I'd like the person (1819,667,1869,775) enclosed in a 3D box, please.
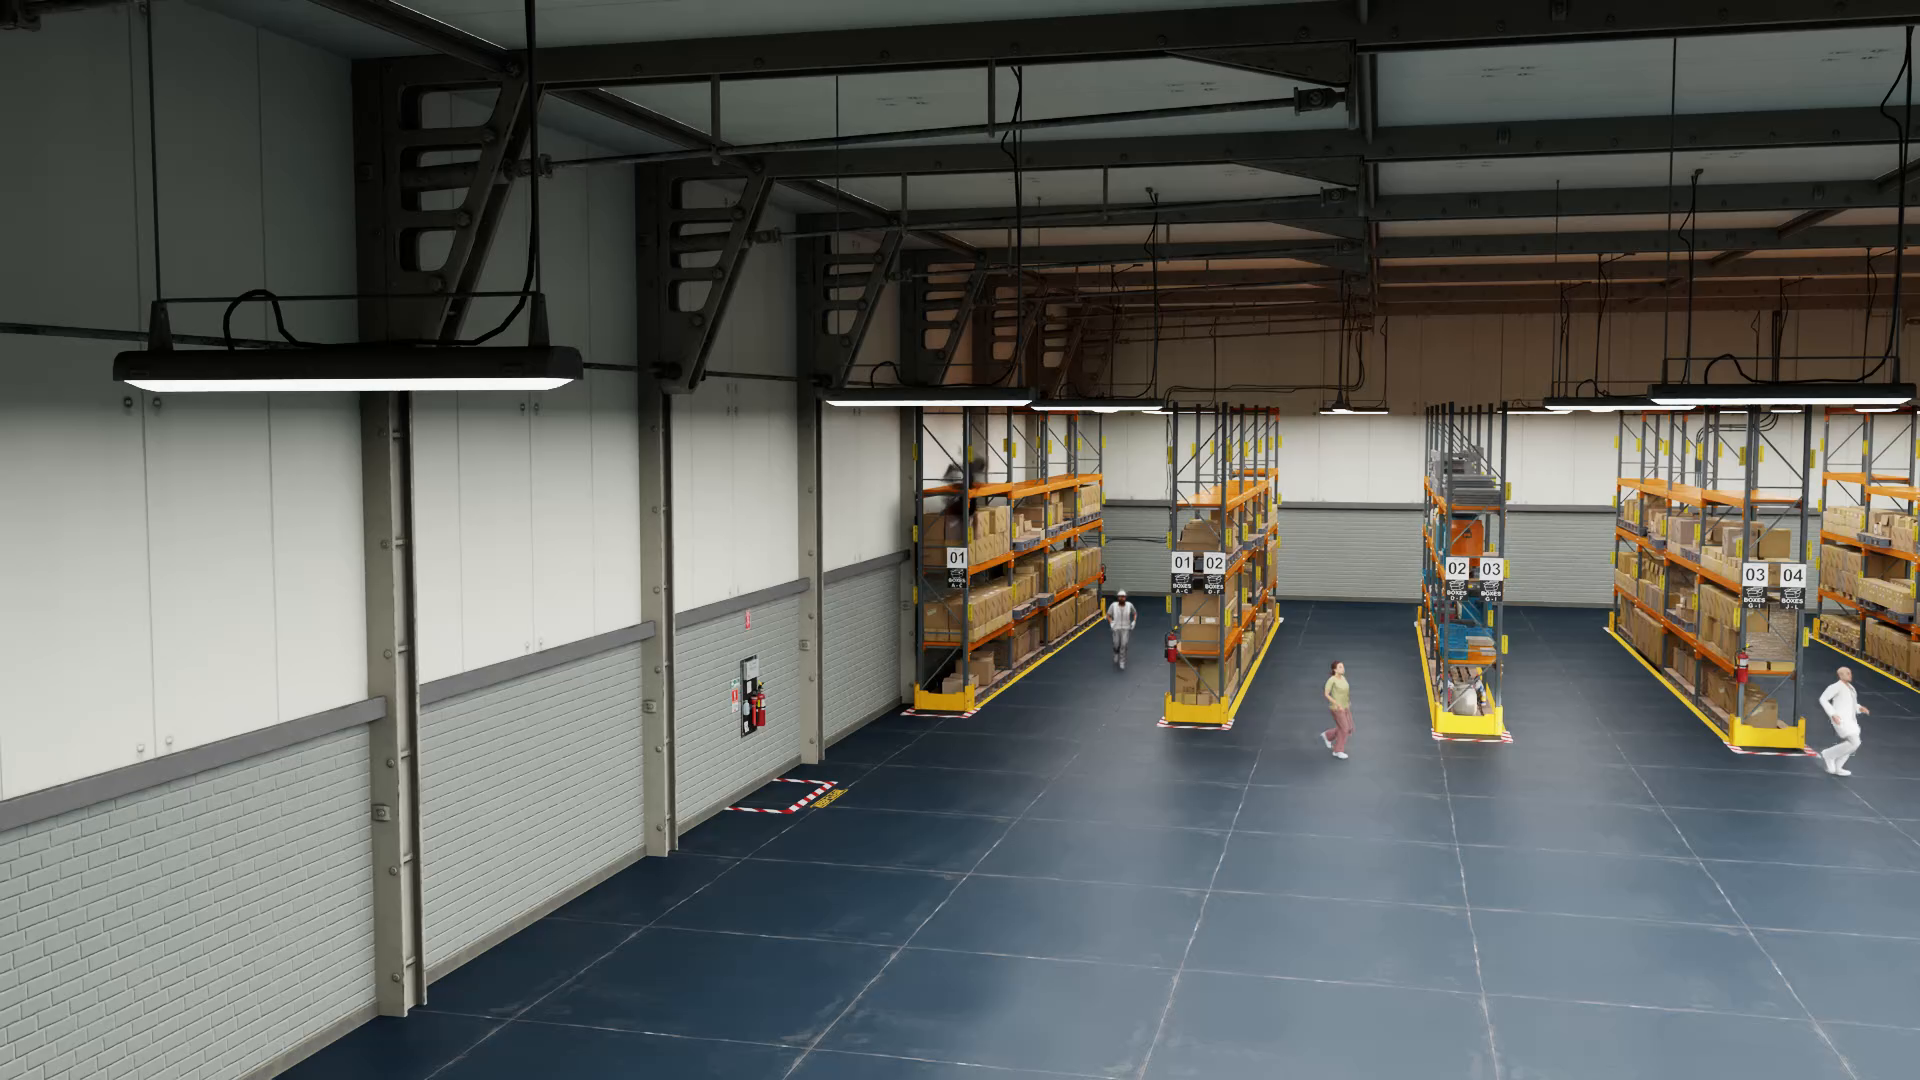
[{"bbox_3d":[14.124,2.895,26.478,0.700,1.736,0.619,-3,5,-39],"label":"person"}]

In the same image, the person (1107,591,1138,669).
[{"bbox_3d":[3.719,2.004,38.108,0.707,1.695,0.666,0,4,4],"label":"person"}]

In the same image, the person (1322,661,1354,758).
[{"bbox_3d":[6.358,2.842,28.072,0.551,1.636,0.579,4,6,44],"label":"person"}]
